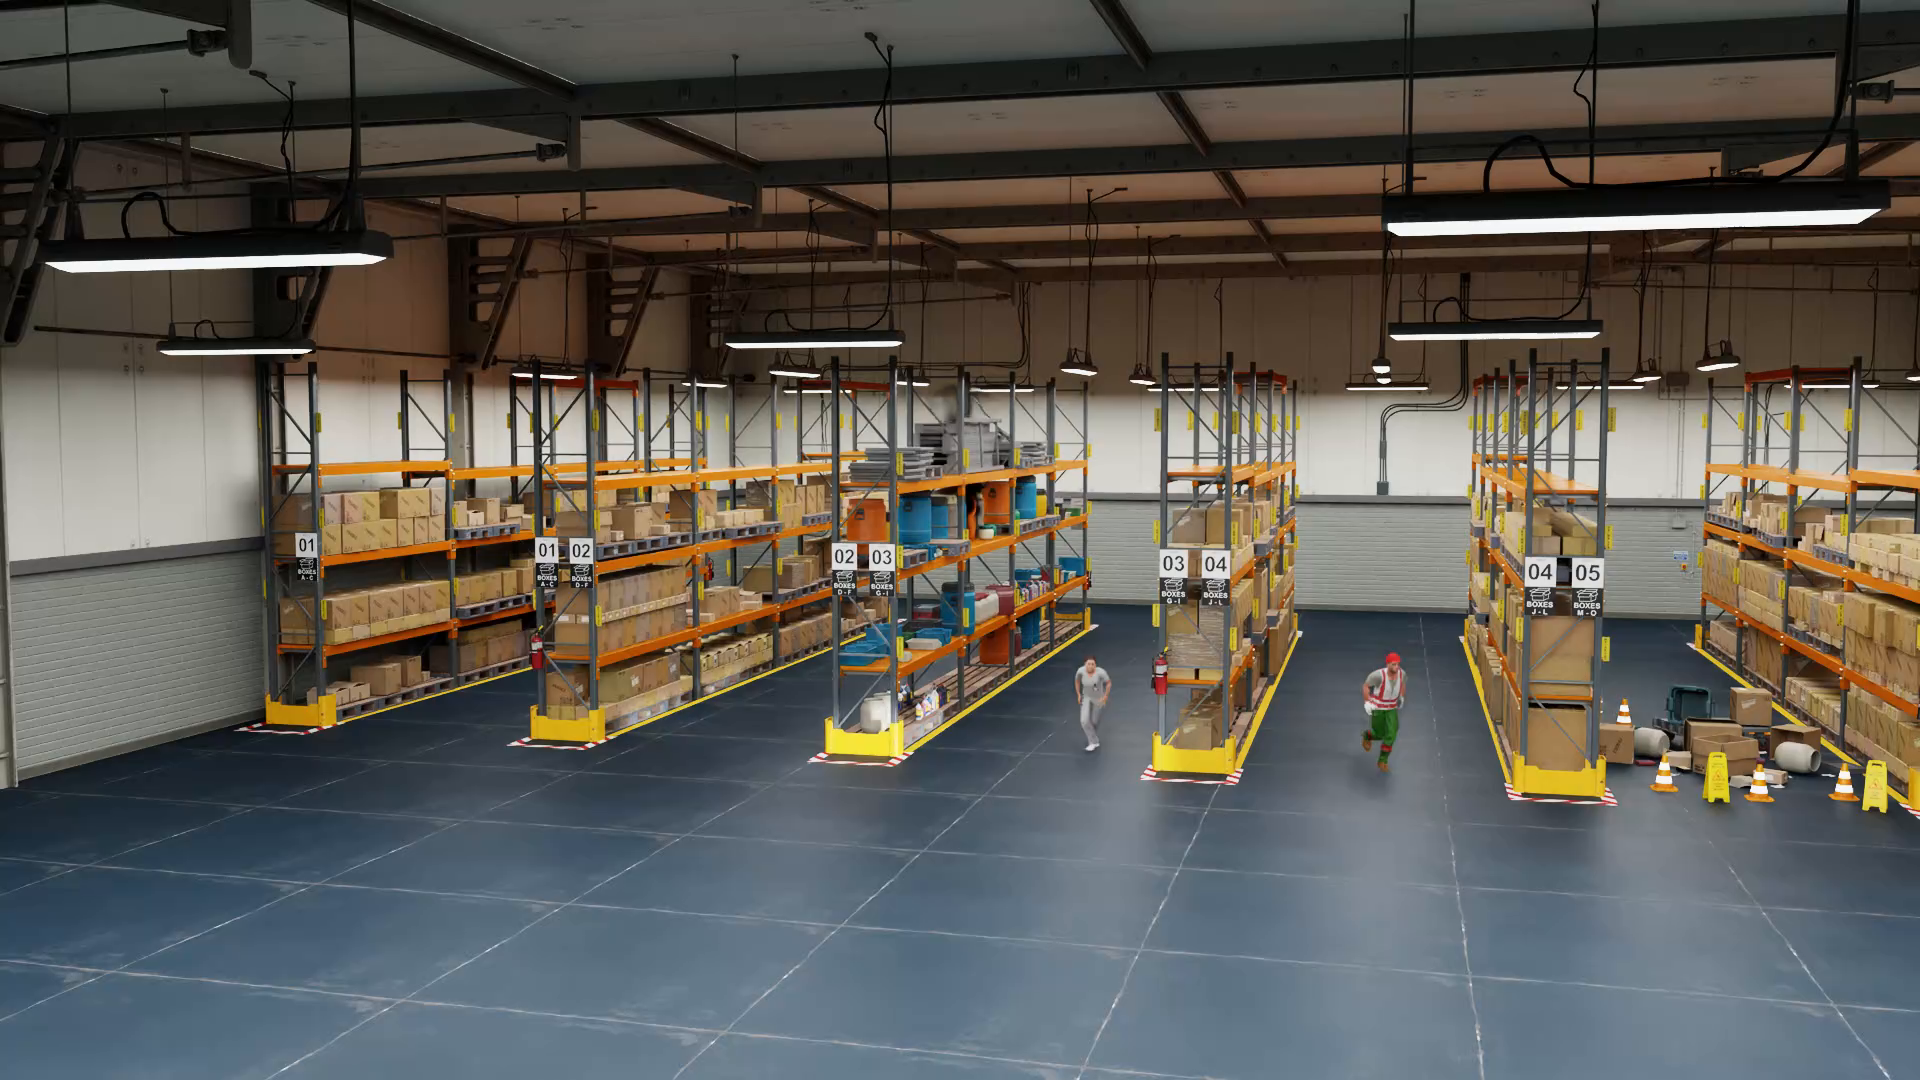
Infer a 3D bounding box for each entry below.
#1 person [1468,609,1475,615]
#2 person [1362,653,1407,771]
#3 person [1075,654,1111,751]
[{"bbox_3d":[12.288,1.405,39.248,0.574,1.671,0.653,-1,4,-18],"label":"person"},{"bbox_3d":[6.152,2.465,24.218,0.658,1.722,0.909,-1,4,-19],"label":"person"},{"bbox_3d":[2.065,2.464,25.642,0.567,1.518,0.964,1,4,12],"label":"person"}]
